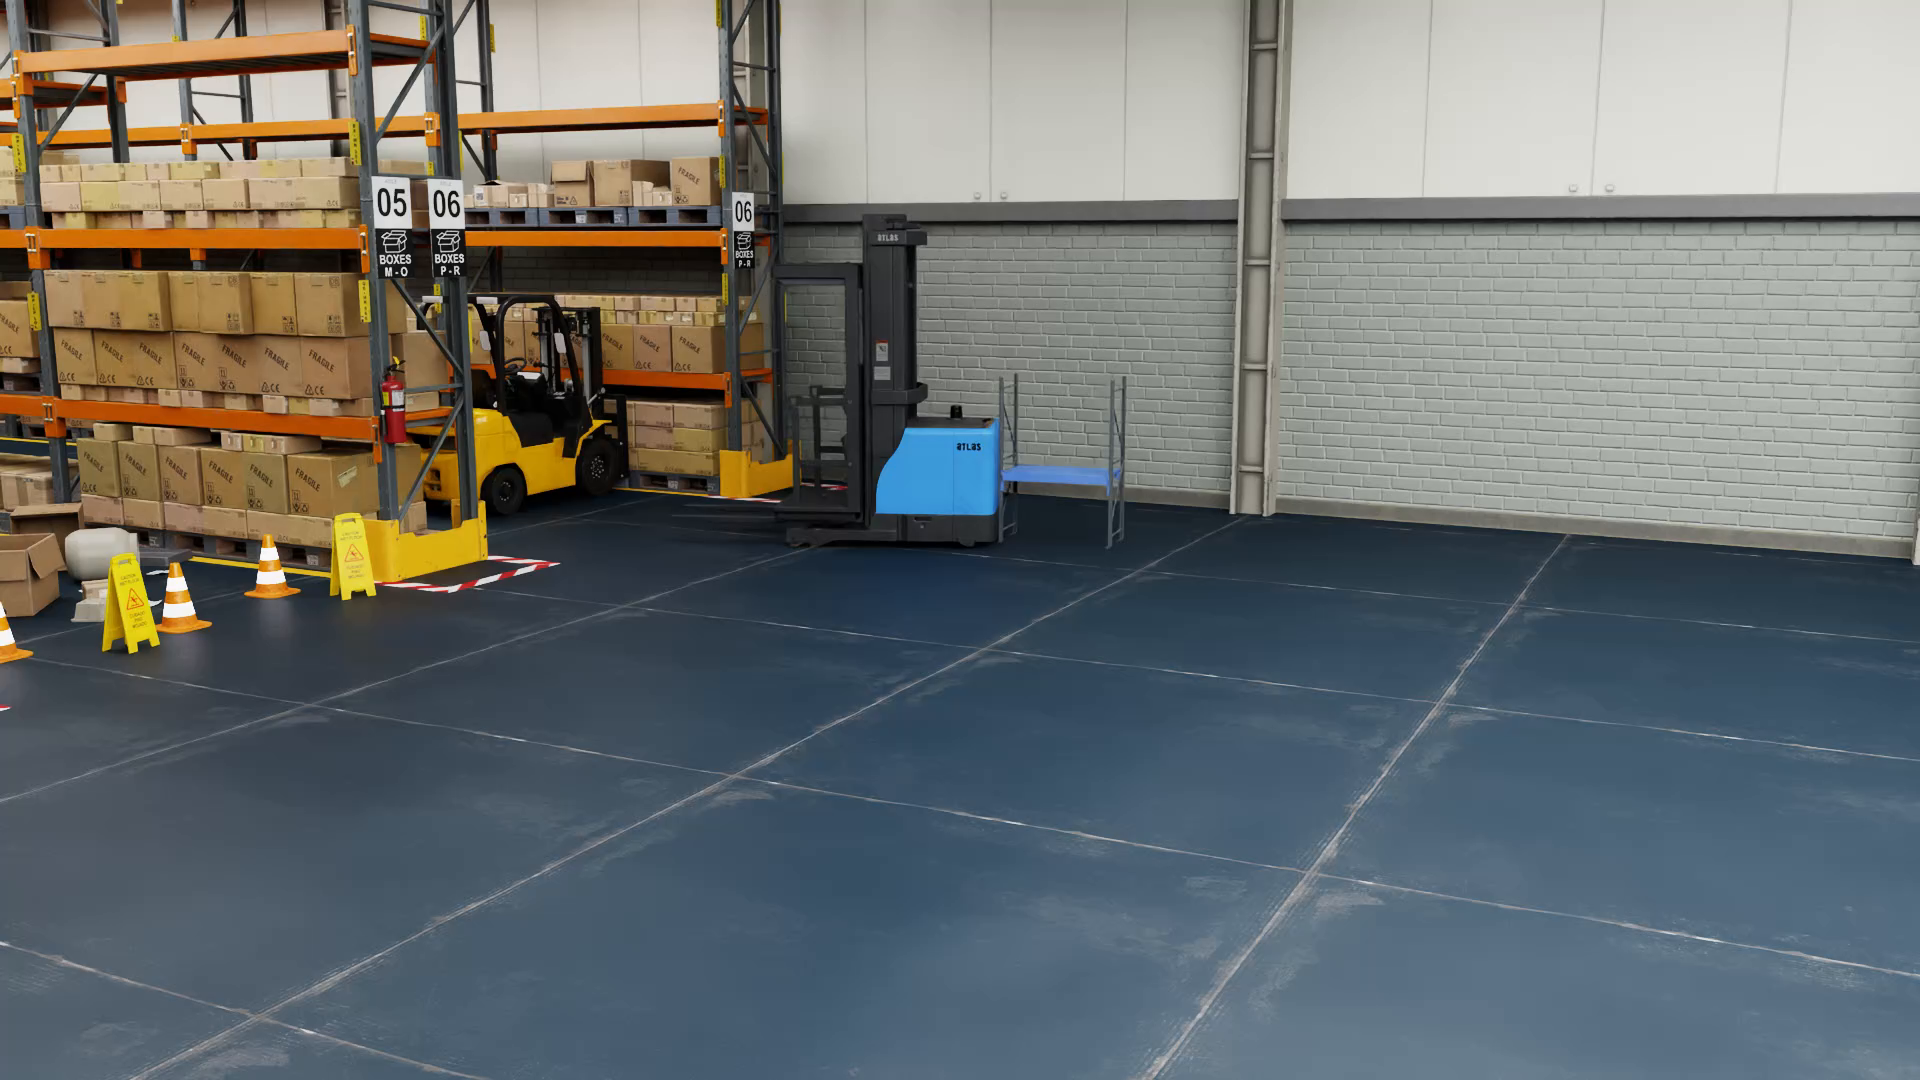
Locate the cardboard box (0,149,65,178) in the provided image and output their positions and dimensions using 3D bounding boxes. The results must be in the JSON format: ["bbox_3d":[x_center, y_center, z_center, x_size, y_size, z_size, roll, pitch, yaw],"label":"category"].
[{"bbox_3d":[-8.560,-3.427,15.179,0.500,0.250,0.500,5,12,27],"label":"cardboard box"}]

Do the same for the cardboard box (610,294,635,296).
[{"bbox_3d":[-3.785,-2.727,18.956,0.250,0.149,0.380,5,11,26],"label":"cardboard box"}]

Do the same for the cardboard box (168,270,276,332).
[{"bbox_3d":[-6.291,-2.051,14.237,0.500,0.500,0.700,5,11,25],"label":"cardboard box"}]

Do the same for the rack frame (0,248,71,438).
[{"bbox_3d":[-12.965,-2.970,23.240,0.127,3.000,1.000,5,11,26],"label":"rack frame"}]

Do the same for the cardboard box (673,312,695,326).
[{"bbox_3d":[-2.881,-2.391,17.937,0.250,0.149,0.380,5,12,27],"label":"cardboard box"}]

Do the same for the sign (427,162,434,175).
[{"bbox_3d":[-6.022,-4.138,18.933,0.005,0.325,0.100,5,11,26],"label":"sign"}]

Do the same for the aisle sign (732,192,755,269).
[{"bbox_3d":[-2.275,-3.252,17.496,0.004,0.787,0.394,5,11,26],"label":"aisle sign"}]

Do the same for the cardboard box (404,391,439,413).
[{"bbox_3d":[-4.610,-1.168,13.986,0.250,0.149,0.380,5,11,26],"label":"cardboard box"}]

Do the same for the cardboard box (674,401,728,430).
[{"bbox_3d":[-2.755,-1.357,18.059,0.500,0.250,0.500,5,12,28],"label":"cardboard box"}]

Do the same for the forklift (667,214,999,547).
[{"bbox_3d":[-1.144,-1.472,15.151,3.031,2.935,1.130,1,10,6],"label":"forklift"}]

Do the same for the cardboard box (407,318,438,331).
[{"bbox_3d":[-6.344,-2.510,19.714,0.500,0.250,0.500,5,11,25],"label":"cardboard box"}]

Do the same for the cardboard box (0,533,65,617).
[{"bbox_3d":[-7.092,0.263,12.386,0.637,0.503,0.797,-2,11,-14],"label":"cardboard box"}]

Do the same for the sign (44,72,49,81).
[{"bbox_3d":[-12.725,-6.549,23.101,0.005,0.325,0.100,5,11,26],"label":"sign"}]

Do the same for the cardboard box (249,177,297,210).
[{"bbox_3d":[-5.420,-2.820,13.570,0.500,0.250,0.500,5,11,25],"label":"cardboard box"}]

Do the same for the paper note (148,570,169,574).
[{"bbox_3d":[-6.612,0.260,13.728,0.148,0.019,0.142,1,10,6],"label":"paper note"}]

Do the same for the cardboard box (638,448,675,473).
[{"bbox_3d":[-3.207,-0.906,18.373,0.500,0.250,0.500,5,11,26],"label":"cardboard box"}]

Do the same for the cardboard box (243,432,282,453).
[{"bbox_3d":[-5.814,-0.834,14.048,0.250,0.149,0.380,5,12,27],"label":"cardboard box"}]

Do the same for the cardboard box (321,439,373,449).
[{"bbox_3d":[-5.490,-0.604,14.603,0.500,0.500,0.500,5,11,24],"label":"cardboard box"}]

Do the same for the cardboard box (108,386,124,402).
[{"bbox_3d":[-7.342,-1.320,14.824,0.250,0.149,0.380,5,11,26],"label":"cardboard box"}]

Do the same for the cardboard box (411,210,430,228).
[{"bbox_3d":[-4.551,-2.662,13.820,0.250,0.149,0.380,5,11,26],"label":"cardboard box"}]

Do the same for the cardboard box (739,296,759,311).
[{"bbox_3d":[-2.411,-2.600,18.257,0.250,0.149,0.380,5,11,25],"label":"cardboard box"}]

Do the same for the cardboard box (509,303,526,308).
[{"bbox_3d":[-4.944,-2.721,18.923,0.250,0.149,0.380,5,12,27],"label":"cardboard box"}]

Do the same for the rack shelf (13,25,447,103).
[{"bbox_3d":[-6.190,-3.986,14.034,4.000,0.370,1.077,5,11,26],"label":"rack shelf"}]

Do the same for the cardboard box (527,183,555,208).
[{"bbox_3d":[-4.594,-3.840,18.541,0.258,0.266,0.396,5,11,24],"label":"cardboard box"}]

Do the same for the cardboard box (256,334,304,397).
[{"bbox_3d":[-5.452,-1.466,13.813,0.500,0.500,0.500,5,11,26],"label":"cardboard box"}]

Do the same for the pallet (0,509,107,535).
[{"bbox_3d":[-8.683,-0.236,15.961,1.213,0.211,1.003,5,11,26],"label":"pallet"}]

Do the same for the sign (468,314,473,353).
[{"bbox_3d":[-4.157,-1.744,14.035,0.005,0.325,0.100,5,11,26],"label":"sign"}]

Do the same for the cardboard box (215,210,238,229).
[{"bbox_3d":[-5.977,-2.673,13.879,0.250,0.149,0.380,5,11,24],"label":"cardboard box"}]

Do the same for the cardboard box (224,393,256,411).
[{"bbox_3d":[-6.005,-1.193,14.125,0.250,0.149,0.380,5,11,25],"label":"cardboard box"}]

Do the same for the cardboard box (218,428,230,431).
[{"bbox_3d":[-9.852,-1.631,21.678,0.500,0.500,0.500,5,12,27],"label":"cardboard box"}]

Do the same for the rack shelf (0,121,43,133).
[{"bbox_3d":[-14.759,-5.724,23.641,4.000,0.370,1.077,5,11,26],"label":"rack shelf"}]

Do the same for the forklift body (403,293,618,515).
[{"bbox_3d":[-4.712,-1.465,17.307,1.214,2.155,2.313,5,11,26],"label":"forklift body"}]

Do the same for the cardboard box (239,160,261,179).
[{"bbox_3d":[-5.703,-3.048,13.714,0.250,0.149,0.380,5,11,26],"label":"cardboard box"}]

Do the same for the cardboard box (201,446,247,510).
[{"bbox_3d":[-6.150,-0.557,14.343,0.500,0.500,0.500,5,11,24],"label":"cardboard box"}]

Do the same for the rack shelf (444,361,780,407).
[{"bbox_3d":[-3.997,-1.828,18.950,4.000,0.370,1.077,5,11,26],"label":"rack shelf"}]

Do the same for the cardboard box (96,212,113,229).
[{"bbox_3d":[-7.332,-2.804,14.604,0.250,0.149,0.380,5,11,26],"label":"cardboard box"}]

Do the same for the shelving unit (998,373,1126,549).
[{"bbox_3d":[0.926,-0.729,15.069,1.048,1.500,0.538,3,11,18],"label":"shelving unit"}]

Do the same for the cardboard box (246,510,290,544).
[{"bbox_3d":[-5.702,-0.148,14.188,0.500,0.250,0.500,5,11,26],"label":"cardboard box"}]

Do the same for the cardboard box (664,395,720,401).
[{"bbox_3d":[-3.001,-1.477,18.724,0.500,0.250,0.500,5,11,26],"label":"cardboard box"}]

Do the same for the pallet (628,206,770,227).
[{"bbox_3d":[-2.826,-3.517,18.087,1.213,0.211,1.003,5,11,26],"label":"pallet"}]

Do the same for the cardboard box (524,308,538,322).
[{"bbox_3d":[-4.720,-2.553,18.831,0.250,0.149,0.380,5,11,25],"label":"cardboard box"}]

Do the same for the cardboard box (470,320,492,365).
[{"bbox_3d":[-5.509,-2.313,19.324,0.500,0.500,0.500,5,11,24],"label":"cardboard box"}]

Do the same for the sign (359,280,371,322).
[{"bbox_3d":[-4.660,-1.870,13.021,0.005,0.325,0.100,5,11,26],"label":"sign"}]

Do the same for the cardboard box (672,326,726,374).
[{"bbox_3d":[-2.761,-2.071,17.989,0.500,0.500,0.500,5,11,25],"label":"cardboard box"}]

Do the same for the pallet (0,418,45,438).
[{"bbox_3d":[-13.581,-1.652,23.788,1.213,0.211,1.003,5,11,26],"label":"pallet"}]

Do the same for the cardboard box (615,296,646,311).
[{"bbox_3d":[-3.573,-2.599,18.252,0.250,0.149,0.380,5,12,27],"label":"cardboard box"}]

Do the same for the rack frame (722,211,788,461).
[{"bbox_3d":[-2.204,-2.025,18.015,0.127,3.000,1.000,5,11,26],"label":"rack frame"}]

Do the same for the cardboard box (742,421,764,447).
[{"bbox_3d":[-2.534,-1.195,18.566,0.500,0.250,0.500,5,12,27],"label":"cardboard box"}]

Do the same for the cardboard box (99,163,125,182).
[{"bbox_3d":[-7.143,-3.152,14.286,0.250,0.149,0.380,5,11,25],"label":"cardboard box"}]
